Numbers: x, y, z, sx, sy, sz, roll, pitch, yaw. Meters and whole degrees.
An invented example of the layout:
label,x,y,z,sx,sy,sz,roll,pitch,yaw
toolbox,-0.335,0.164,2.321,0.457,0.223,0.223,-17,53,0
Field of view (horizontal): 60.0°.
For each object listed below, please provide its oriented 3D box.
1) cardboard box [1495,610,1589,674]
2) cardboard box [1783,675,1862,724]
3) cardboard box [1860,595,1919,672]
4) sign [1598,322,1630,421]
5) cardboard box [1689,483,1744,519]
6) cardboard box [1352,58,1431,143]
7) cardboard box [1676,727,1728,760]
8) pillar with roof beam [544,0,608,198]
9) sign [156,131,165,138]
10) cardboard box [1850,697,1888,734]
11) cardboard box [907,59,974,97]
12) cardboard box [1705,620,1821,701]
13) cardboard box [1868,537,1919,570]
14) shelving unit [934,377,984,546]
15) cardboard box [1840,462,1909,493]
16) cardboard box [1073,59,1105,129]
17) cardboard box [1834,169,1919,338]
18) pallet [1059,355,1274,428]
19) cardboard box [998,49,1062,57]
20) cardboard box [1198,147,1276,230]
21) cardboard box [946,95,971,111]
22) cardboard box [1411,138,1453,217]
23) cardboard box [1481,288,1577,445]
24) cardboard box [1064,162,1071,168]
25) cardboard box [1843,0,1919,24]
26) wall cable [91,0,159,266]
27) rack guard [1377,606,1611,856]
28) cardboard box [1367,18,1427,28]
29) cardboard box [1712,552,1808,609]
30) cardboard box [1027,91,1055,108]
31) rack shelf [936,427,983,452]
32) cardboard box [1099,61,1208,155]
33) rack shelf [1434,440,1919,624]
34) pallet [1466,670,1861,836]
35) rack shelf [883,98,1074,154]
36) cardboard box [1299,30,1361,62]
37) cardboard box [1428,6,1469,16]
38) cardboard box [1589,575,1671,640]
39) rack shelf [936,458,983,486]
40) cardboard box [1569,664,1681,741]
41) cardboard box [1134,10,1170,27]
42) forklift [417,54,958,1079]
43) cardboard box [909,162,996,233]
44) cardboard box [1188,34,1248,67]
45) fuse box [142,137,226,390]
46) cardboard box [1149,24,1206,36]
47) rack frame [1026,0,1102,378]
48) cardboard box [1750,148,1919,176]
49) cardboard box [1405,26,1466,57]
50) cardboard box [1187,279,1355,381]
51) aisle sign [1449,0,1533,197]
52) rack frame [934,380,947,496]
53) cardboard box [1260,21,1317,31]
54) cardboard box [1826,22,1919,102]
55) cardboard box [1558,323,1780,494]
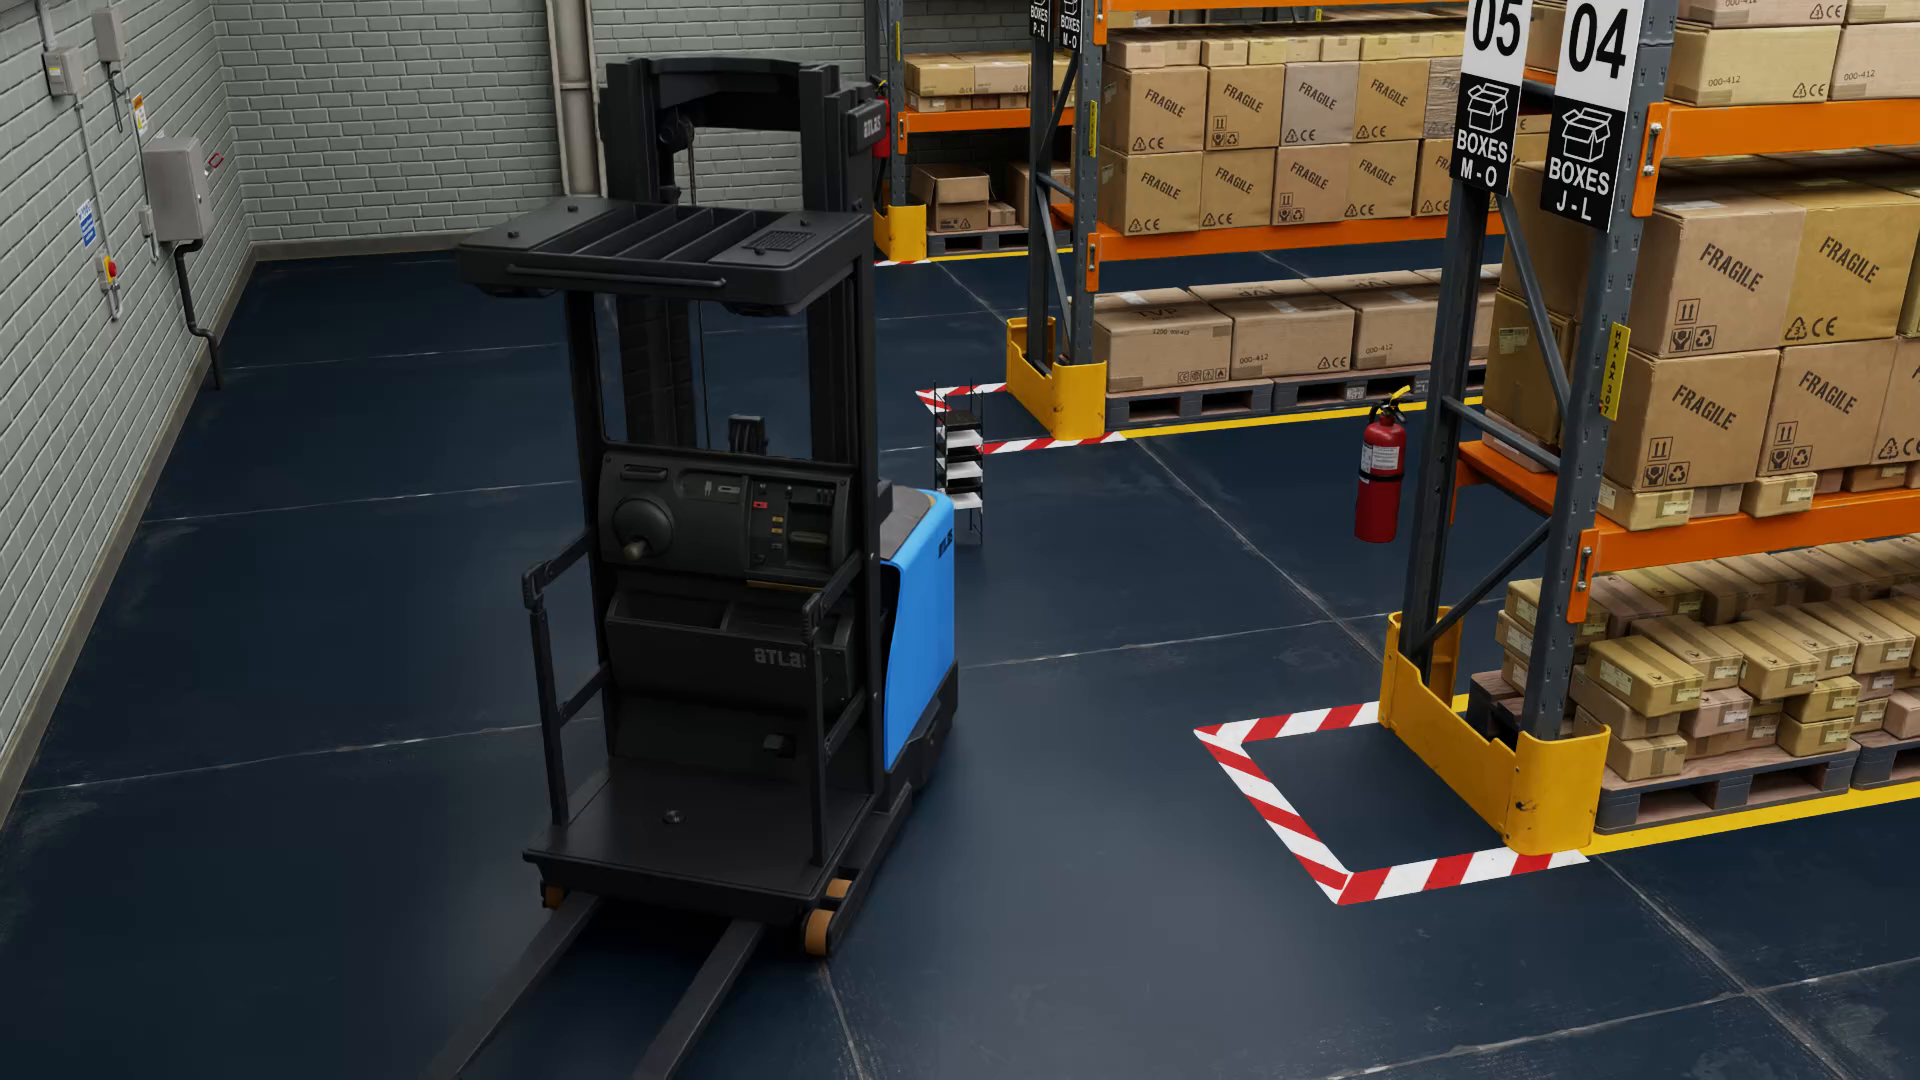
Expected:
label,x,y,z,sx,sy,sz,roll,pitch,yaw
cardboard box,2.522,0.430,7.149,0.250,0.149,0.380,-7,24,-16
cardboard box,3.431,0.583,6.793,0.250,0.149,0.380,-6,24,-13
cardboard box,3.949,0.384,6.880,0.250,0.149,0.380,-6,24,-14
sign,2.237,-0.577,5.694,0.005,0.325,0.100,-6,24,-14
cardboard box,2.725,-0.223,6.284,0.250,0.149,0.380,-5,24,-12
cardboard box,2.664,-2.871,10.743,0.500,0.500,0.500,-6,24,-14
cardboard box,2.911,0.738,6.808,0.250,0.149,0.380,-6,24,-15
pillar with roof beam,-2.365,-5.316,10.226,0.400,9.000,9.100,-6,24,-14
sign,-5.526,-2.579,11.578,0.001,0.494,0.329,-6,24,-14
cardboard box,3.644,0.660,6.990,0.250,0.149,0.380,-6,24,-14
cardboard box,-0.179,-4.152,14.935,0.500,0.250,0.500,-6,24,-14
cardboard box,3.197,0.478,6.660,0.250,0.149,0.380,-6,24,-15
cardboard box,4.291,0.136,7.458,0.250,0.149,0.380,-7,24,-17
shelving unit,-0.008,-0.413,9.071,0.210,0.900,0.258,-6,24,-14
cardboard box,3.479,-0.330,6.535,0.250,0.149,0.380,-7,24,-15
cardboard box,1.056,-2.901,10.813,0.500,0.500,0.500,-6,24,-13
cardboard box,3.586,-1.078,6.186,0.500,0.500,0.500,-7,24,-16
pallet,1.405,-1.087,11.517,1.213,0.211,1.003,-6,24,-14
cardboard box,0.658,-4.461,15.656,0.500,0.250,0.500,-6,24,-13
cardboard box,1.675,-2.307,10.695,0.500,0.500,0.500,-7,24,-15
cardboard box,-0.065,-3.998,15.083,0.250,0.149,0.380,-6,24,-13
cardboard box,3.156,-2.464,11.061,0.500,0.500,0.500,-7,24,-15
cardboard box,2.454,-0.714,6.605,0.500,0.500,0.500,-6,24,-13
cardboard box,1.296,-3.306,15.789,0.500,0.500,0.500,-6,24,-13
cardboard box,3.086,-1.929,5.693,0.500,0.250,0.500,-7,24,-15
wall cable,-5.161,-2.649,10.330,0.122,1.984,0.588,-6,24,-14
rack guard,2.164,0.755,6.856,0.348,0.500,1.175,-6,24,-14
cardboard box,2.917,-3.393,11.137,0.250,0.149,0.380,-6,24,-15
cardboard box,3.514,0.172,7.374,0.250,0.149,0.380,-5,24,-12
cardboard box,0.692,-4.073,15.258,0.250,0.149,0.380,-6,24,-14
rack shelf,-0.008,-0.547,9.013,0.200,0.077,0.258,-6,24,-14
cardboard box,1.195,-2.702,10.349,0.500,0.500,0.500,-7,24,-16
rack shelf,4.016,-0.268,6.983,4.000,0.370,1.077,-6,24,-14
pallet,2.955,0.815,7.083,1.213,0.211,1.003,-6,24,-14
rack shelf,1.237,-4.021,15.728,4.000,0.370,1.077,-6,24,-14
cardboard box,2.326,-3.123,10.506,0.250,0.149,0.380,-6,24,-14
cardboard box,4.943,-4.908,16.226,0.500,0.500,0.700,-6,24,-15
cardboard box,2.789,0.301,7.074,0.250,0.149,0.380,-6,24,-13
rack shelf,-0.008,-0.382,9.084,0.200,0.077,0.258,-6,24,-14
cardboard box,2.664,0.637,6.668,0.250,0.149,0.380,-5,24,-12
cardboard box,1.657,-4.919,15.772,0.500,0.500,0.500,-7,24,-16
forklift,-0.889,-0.054,5.659,1.130,2.935,3.031,6,24,14
cardboard box,-0.074,-3.213,15.568,0.637,0.503,0.797,-7,24,-16
cardboard box,1.587,-3.029,10.289,0.250,0.149,0.380,-6,24,-13
fuse box,-5.194,-1.866,11.428,0.414,1.711,0.539,-6,24,-14
cardboard box,1.411,-3.267,10.843,0.250,0.149,0.380,-7,24,-15
rack frame,0.656,-2.254,10.699,0.127,3.000,1.000,-6,24,-14
cardboard box,3.450,-1.284,6.665,0.500,0.500,0.500,-5,24,-12
cardboard box,3.049,-3.218,10.728,0.250,0.149,0.380,-7,24,-15
cardboard box,2.143,-1.479,11.608,0.875,0.438,0.875,-6,24,-13
aisle sign,1.939,-1.686,6.079,0.004,0.787,0.394,-6,24,-14
rack frame,-0.106,-0.402,9.045,0.006,0.900,0.240,-6,24,-14
cardboard box,2.161,-3.329,10.986,0.250,0.149,0.380,-6,24,-13
cardboard box,3.100,-1.700,5.795,0.500,0.250,0.500,-6,24,-13
cardboard box,2.597,-0.511,6.133,0.500,0.500,0.500,-5,24,-12
